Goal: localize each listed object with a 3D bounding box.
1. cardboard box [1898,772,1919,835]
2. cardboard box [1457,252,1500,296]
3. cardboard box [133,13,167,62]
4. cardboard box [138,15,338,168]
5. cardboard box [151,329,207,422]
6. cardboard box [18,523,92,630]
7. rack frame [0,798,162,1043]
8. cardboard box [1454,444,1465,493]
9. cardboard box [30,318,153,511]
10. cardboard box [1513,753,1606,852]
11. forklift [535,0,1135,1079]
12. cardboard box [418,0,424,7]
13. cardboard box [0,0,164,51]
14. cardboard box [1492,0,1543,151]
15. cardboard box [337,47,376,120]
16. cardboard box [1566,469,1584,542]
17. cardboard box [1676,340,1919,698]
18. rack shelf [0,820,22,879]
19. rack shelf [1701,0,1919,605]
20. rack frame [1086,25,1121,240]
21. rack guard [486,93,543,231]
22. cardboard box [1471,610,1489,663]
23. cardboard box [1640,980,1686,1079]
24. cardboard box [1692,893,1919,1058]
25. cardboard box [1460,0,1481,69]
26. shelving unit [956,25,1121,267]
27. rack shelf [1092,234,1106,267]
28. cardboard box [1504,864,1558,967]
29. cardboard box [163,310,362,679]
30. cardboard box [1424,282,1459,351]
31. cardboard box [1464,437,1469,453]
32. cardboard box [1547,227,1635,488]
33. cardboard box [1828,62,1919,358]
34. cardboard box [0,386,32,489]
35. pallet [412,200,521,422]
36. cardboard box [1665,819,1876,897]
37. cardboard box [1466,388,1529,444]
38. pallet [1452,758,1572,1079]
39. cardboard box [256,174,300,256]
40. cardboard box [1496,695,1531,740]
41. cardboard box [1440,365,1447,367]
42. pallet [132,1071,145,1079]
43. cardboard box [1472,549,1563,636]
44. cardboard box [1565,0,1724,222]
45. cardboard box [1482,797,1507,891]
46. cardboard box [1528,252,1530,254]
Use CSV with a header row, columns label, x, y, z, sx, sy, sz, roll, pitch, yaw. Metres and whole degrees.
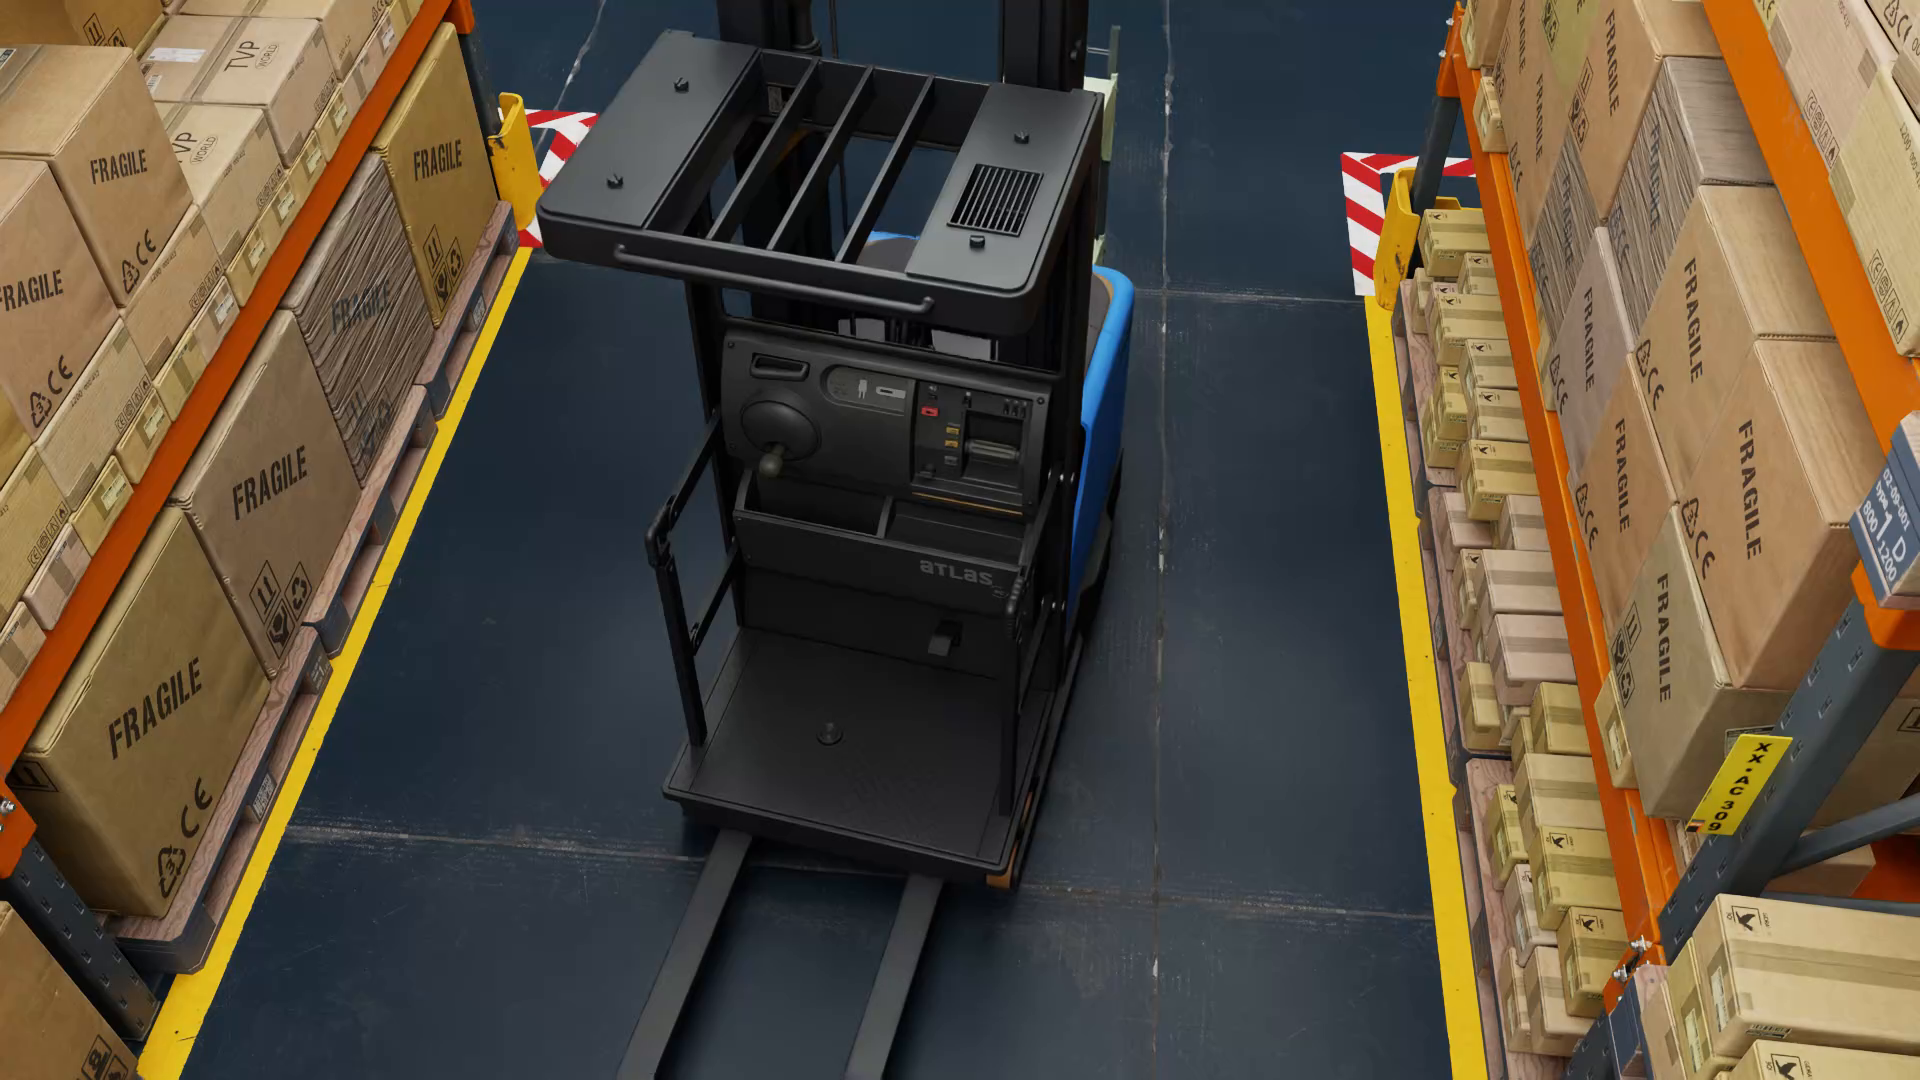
label,x,y,z,sx,sy,sz,roll,pitch,yaw
cardboard box,2.334,0.316,3.659,0.500,0.500,0.500,3,48,3
cardboard box,2.111,-0.950,6.330,0.380,0.149,0.250,5,48,4
cardboard box,-2.931,-1.514,5.502,0.500,0.250,0.500,2,48,2
cardboard box,-2.401,-1.479,5.470,0.500,0.250,0.500,2,48,2
cardboard box,-2.442,-0.489,4.835,0.380,0.149,0.250,3,48,3
cardboard box,-2.510,0.086,4.309,0.380,0.149,0.250,2,48,2
rack frame,-2.892,0.389,3.861,1.000,3.000,0.127,4,48,4
cardboard box,2.017,-0.203,6.051,0.380,0.149,0.250,4,48,4
cardboard box,-2.538,-0.353,4.441,0.500,0.250,0.500,4,48,3
cardboard box,1.810,0.764,4.763,0.380,0.149,0.250,3,48,3
forklift,-0.269,-0.218,4.463,1.130,2.935,3.031,11,49,10
cardboard box,-2.232,-2.182,6.383,0.380,0.149,0.250,5,48,4
cardboard box,-2.927,-1.770,5.228,0.500,0.500,0.500,3,48,2
cardboard box,2.063,-1.570,5.384,0.500,0.500,0.500,4,48,4
cardboard box,-2.302,-1.622,5.871,0.380,0.149,0.250,5,48,4
cardboard box,1.873,-0.122,4.499,0.380,0.149,0.250,2,48,2
cardboard box,1.811,-0.038,3.305,0.500,0.500,0.500,2,48,2
rack shelf,-3.075,2.102,2.783,1.077,0.370,4.000,4,48,4
rack shelf,2.220,-1.442,3.991,1.077,0.370,4.000,4,48,4
rack frame,0.374,-1.342,6.461,0.400,1.500,0.023,11,49,10
rack guard,-2.526,-1.724,7.488,1.175,0.500,0.348,4,48,4
cardboard box,1.919,0.359,5.537,0.380,0.149,0.250,5,48,4
cardboard box,1.544,0.999,3.190,0.380,0.149,0.250,2,48,2
cardboard box,1.544,0.798,2.970,0.380,0.149,0.250,6,48,6
cardboard box,2.046,-1.842,6.072,0.380,0.149,0.250,4,48,3
shelving unit,0.279,-1.081,6.222,0.431,1.500,0.755,11,49,10
rack shelf,0.279,-0.861,6.463,0.431,0.370,0.720,11,49,10
cardboard box,1.762,1.064,4.689,0.380,0.149,0.250,2,48,2
cardboard box,-2.670,-0.177,5.534,0.875,0.875,0.875,4,48,4
cardboard box,2.018,-0.857,6.447,0.380,0.149,0.250,4,48,3
cardboard box,2.023,-0.289,5.927,0.380,0.149,0.250,2,48,2
cardboard box,1.896,-0.459,4.367,0.500,0.500,0.500,4,48,3
cardboard box,1.814,-0.544,2.783,0.500,0.250,0.500,5,48,4
cardboard box,-2.594,-0.249,3.836,0.500,0.500,0.500,4,48,4
pallet,-2.523,-1.016,7.037,1.003,0.211,1.213,4,48,4
cardboard box,1.831,0.656,3.787,0.380,0.149,0.250,3,48,3
cardboard box,1.986,-0.382,5.811,0.380,0.149,0.250,6,48,5
pallet,2.064,1.242,4.971,1.003,0.211,1.213,4,48,4
cardboard box,-2.372,-1.058,5.355,0.380,0.149,0.250,5,48,4
cardboard box,1.893,0.500,5.206,0.380,0.149,0.250,5,48,4
cardboard box,2.093,-0.761,6.560,0.380,0.149,0.250,4,48,3
pallet,-2.888,1.902,4.367,1.003,0.211,1.213,4,48,4
cardboard box,1.857,0.174,5.302,0.380,0.149,0.250,2,48,2
cardboard box,1.945,-1.175,4.345,0.500,0.500,0.500,3,48,2
cardboard box,1.801,0.922,5.021,0.380,0.149,0.250,2,48,2
cardboard box,2.000,-0.881,5.193,0.380,0.149,0.250,3,48,3
